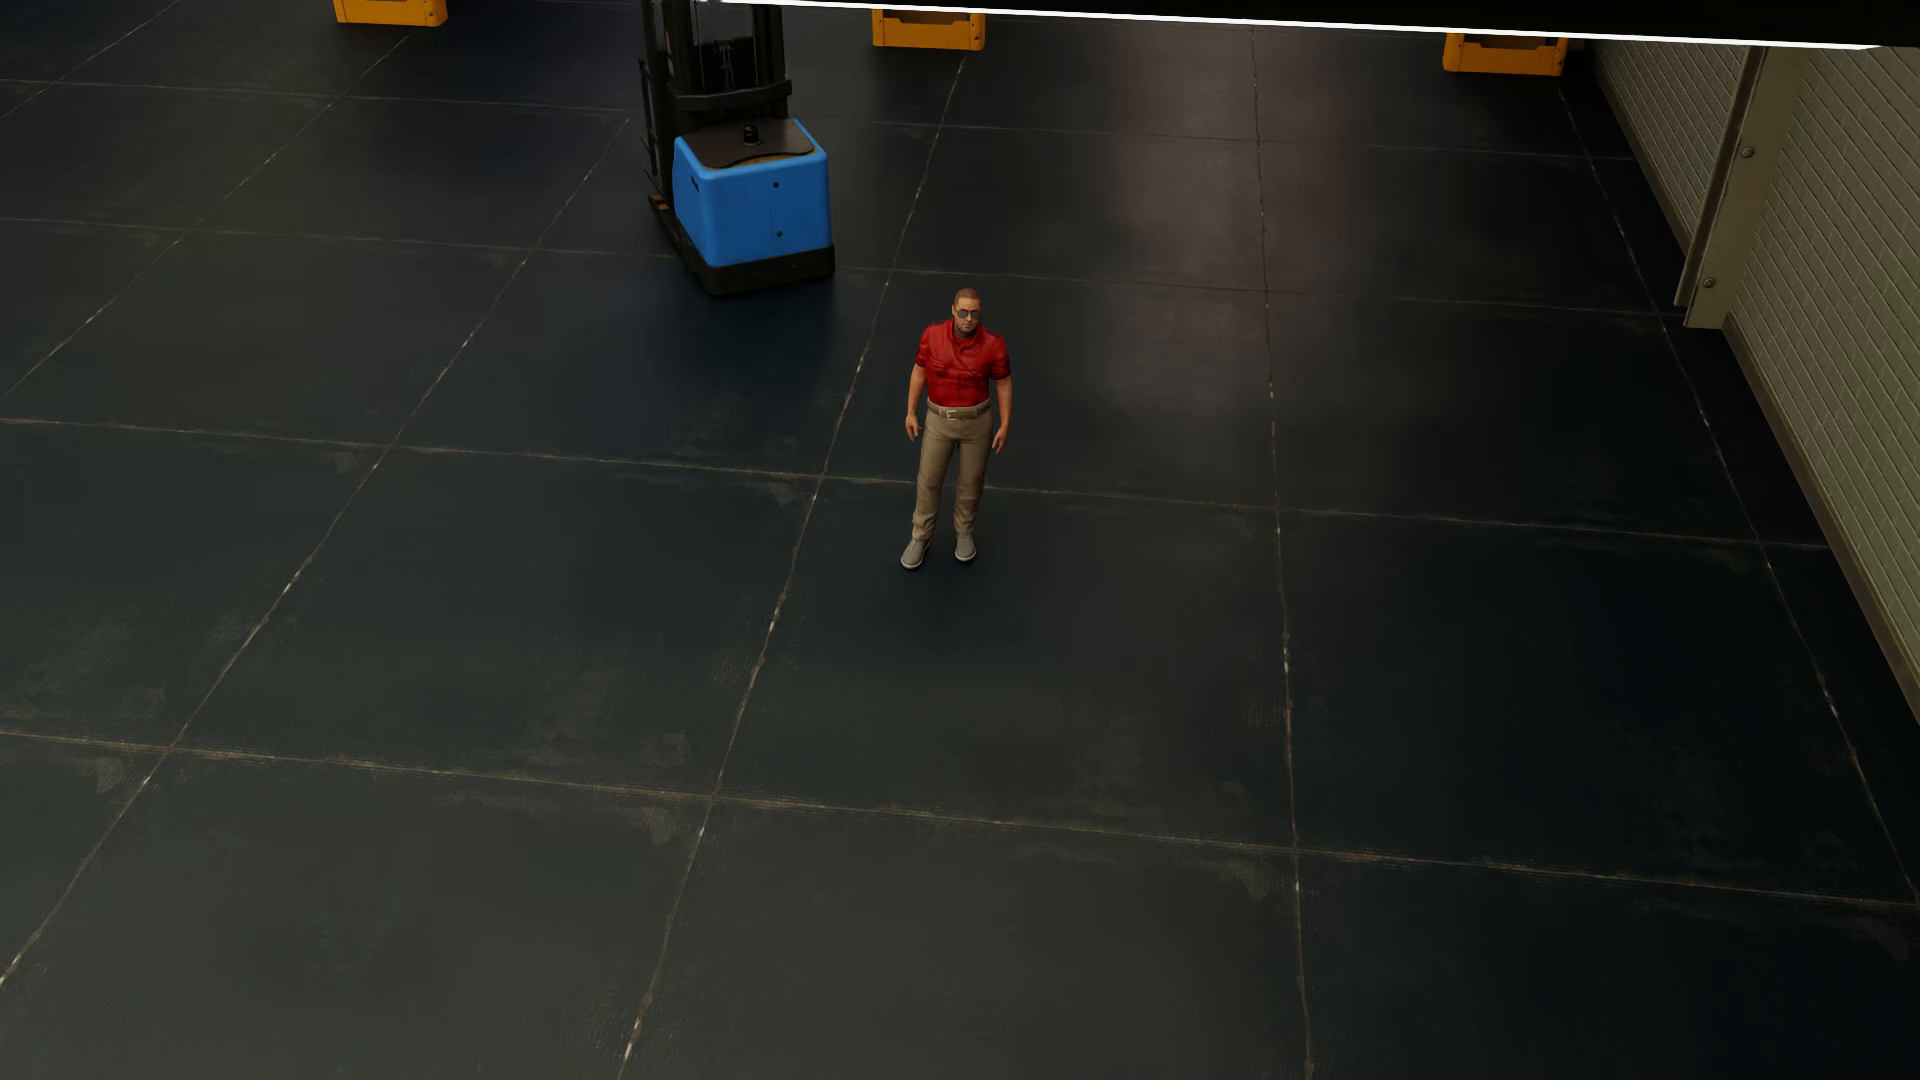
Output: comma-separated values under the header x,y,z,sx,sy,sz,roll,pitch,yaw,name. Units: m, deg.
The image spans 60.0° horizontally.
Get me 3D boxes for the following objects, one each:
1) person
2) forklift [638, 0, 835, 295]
x,y,z,sx,sy,sz,roll,pitch,yaw,name
-0.023,-0.649,9.913,0.640,1.727,0.551,4,37,6,person
-2.029,-3.962,13.404,1.130,2.935,3.031,-14,39,-18,forklift
